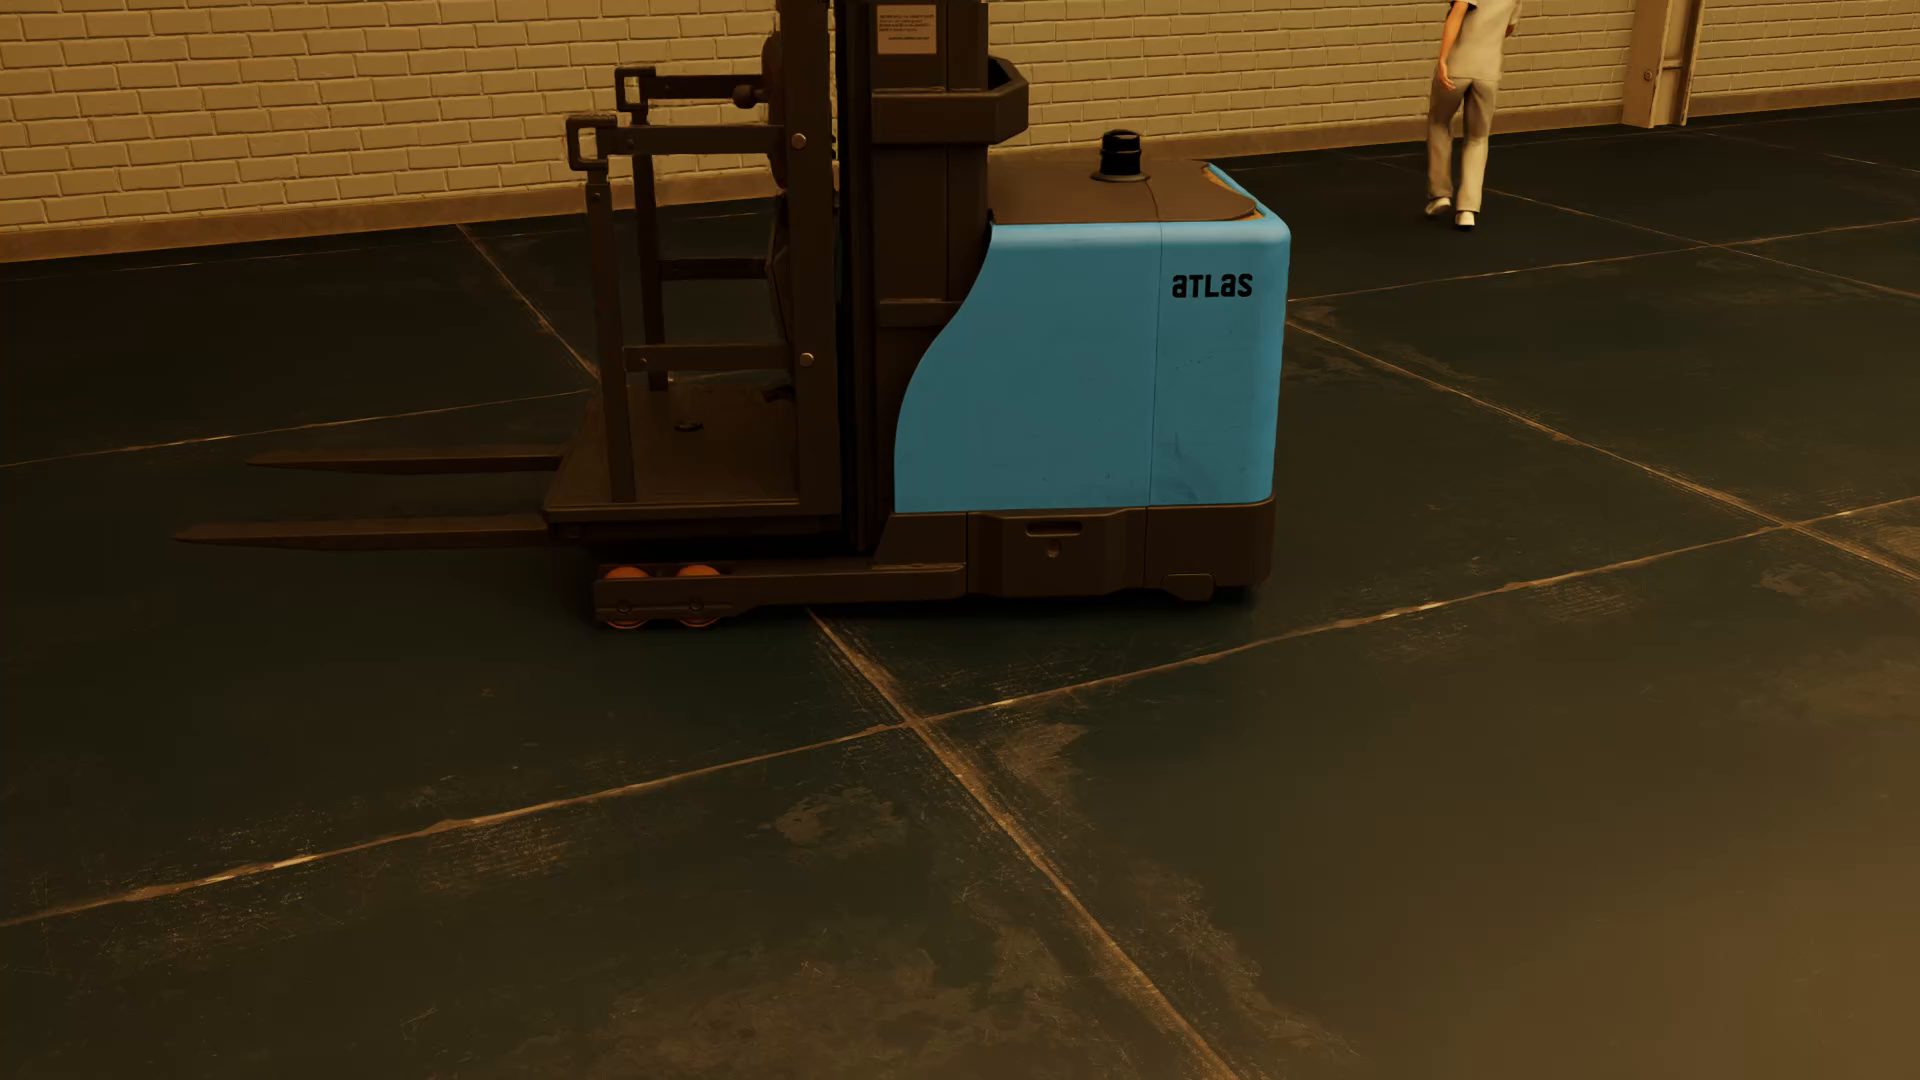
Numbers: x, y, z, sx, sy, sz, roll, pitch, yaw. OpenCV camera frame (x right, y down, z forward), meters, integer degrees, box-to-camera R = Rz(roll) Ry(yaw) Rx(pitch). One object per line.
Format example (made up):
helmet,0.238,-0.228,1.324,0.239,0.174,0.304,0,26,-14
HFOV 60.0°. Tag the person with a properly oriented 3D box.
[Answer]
person,2.802,-2.521,9.148,0.511,1.671,0.757,1,23,1

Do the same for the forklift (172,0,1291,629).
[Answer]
forklift,-0.665,-1.321,4.466,3.031,2.935,1.130,-2,23,-4
